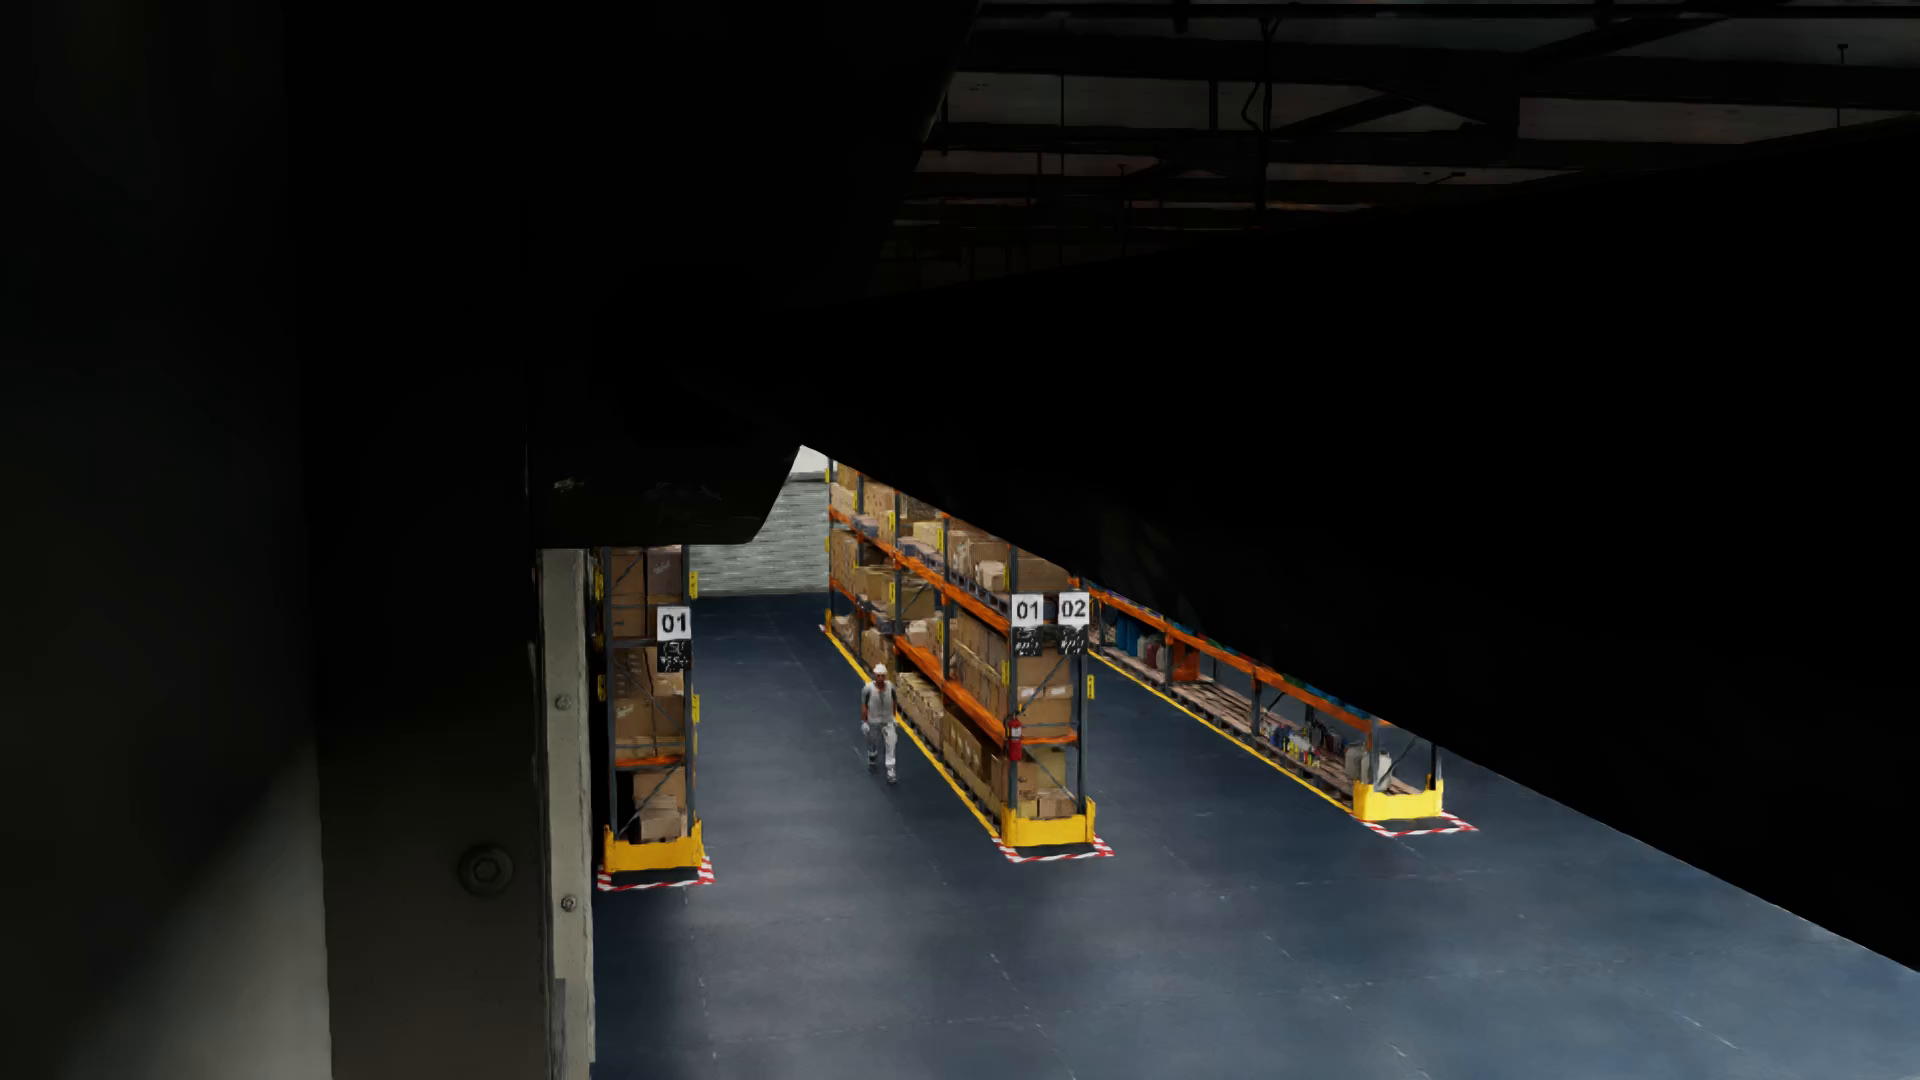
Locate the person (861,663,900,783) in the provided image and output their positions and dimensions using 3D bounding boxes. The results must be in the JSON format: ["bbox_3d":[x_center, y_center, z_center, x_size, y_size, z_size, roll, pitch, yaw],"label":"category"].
[{"bbox_3d":[-1.158,2.617,24.061,0.553,1.709,1.123,-1,7,-10],"label":"person"}]
